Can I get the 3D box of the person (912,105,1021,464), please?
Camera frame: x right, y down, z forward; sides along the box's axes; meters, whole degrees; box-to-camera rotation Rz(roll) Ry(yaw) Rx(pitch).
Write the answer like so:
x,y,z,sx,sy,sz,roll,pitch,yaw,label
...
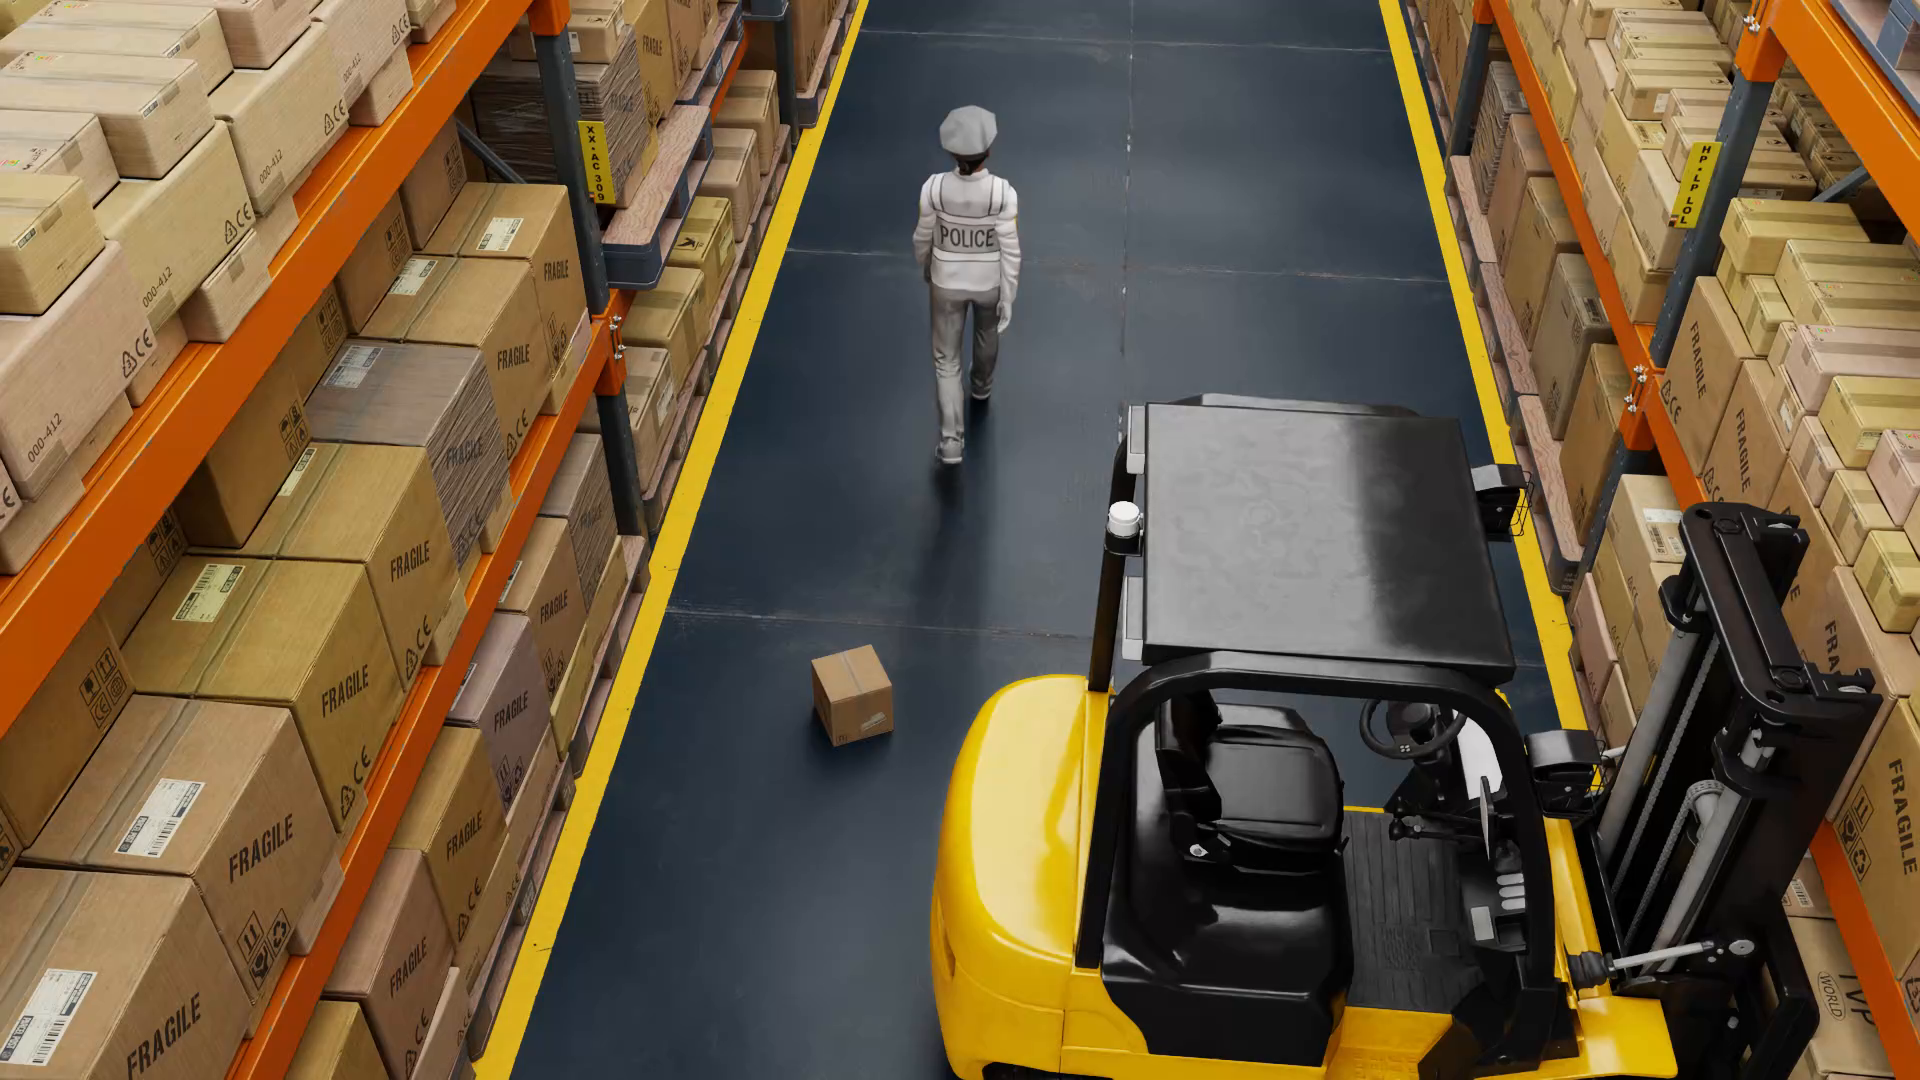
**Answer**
x,y,z,sx,sy,sz,roll,pitch,yaw,label
0.028,-1.175,7.509,0.480,1.639,0.993,0,40,-1,person
